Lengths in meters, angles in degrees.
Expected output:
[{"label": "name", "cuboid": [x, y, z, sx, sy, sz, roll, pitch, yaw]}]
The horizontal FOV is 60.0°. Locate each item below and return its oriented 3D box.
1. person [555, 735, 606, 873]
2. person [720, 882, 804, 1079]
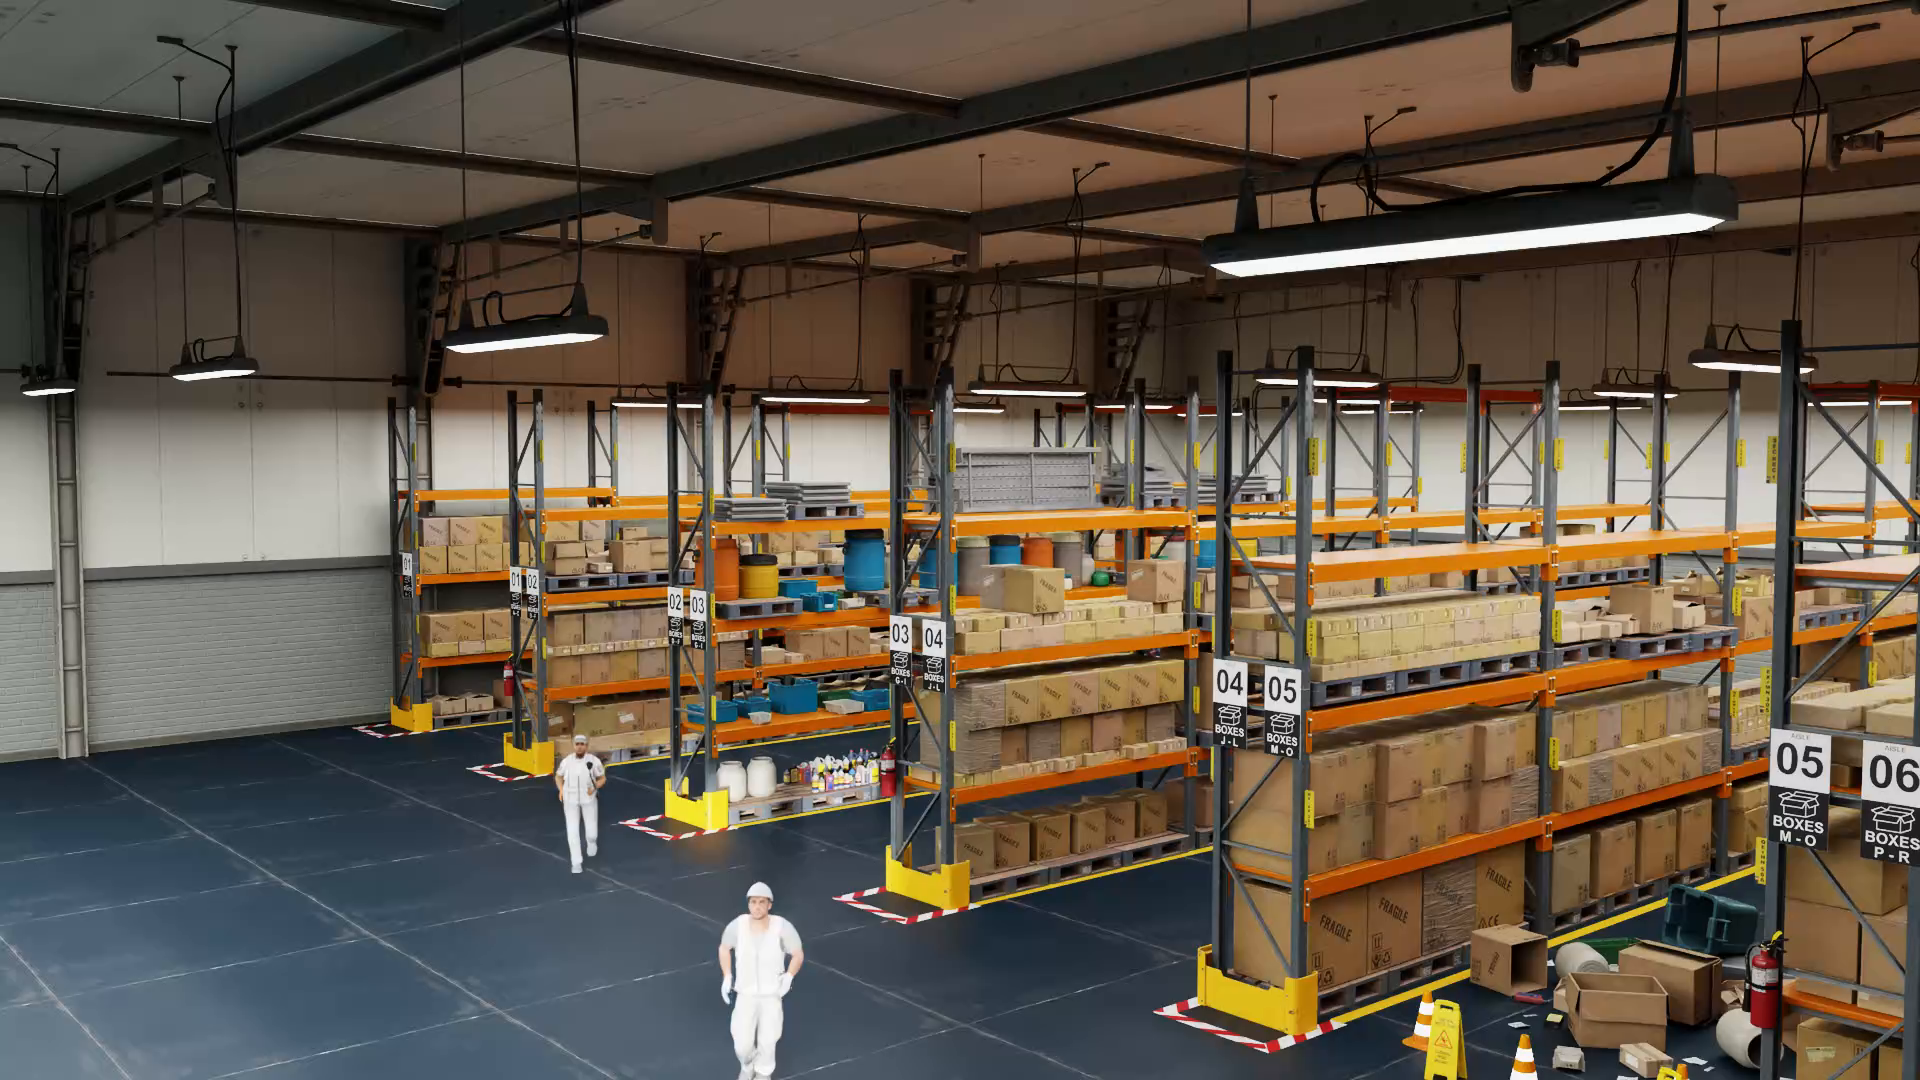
[{"label": "person", "cuboid": [-4.615, 3.171, 20.202, 0.616, 1.624, 0.718, -1, 3, -9]}, {"label": "person", "cuboid": [-1.548, 3.531, 12.931, 0.669, 1.749, 0.584, 0, 3, -3]}]
